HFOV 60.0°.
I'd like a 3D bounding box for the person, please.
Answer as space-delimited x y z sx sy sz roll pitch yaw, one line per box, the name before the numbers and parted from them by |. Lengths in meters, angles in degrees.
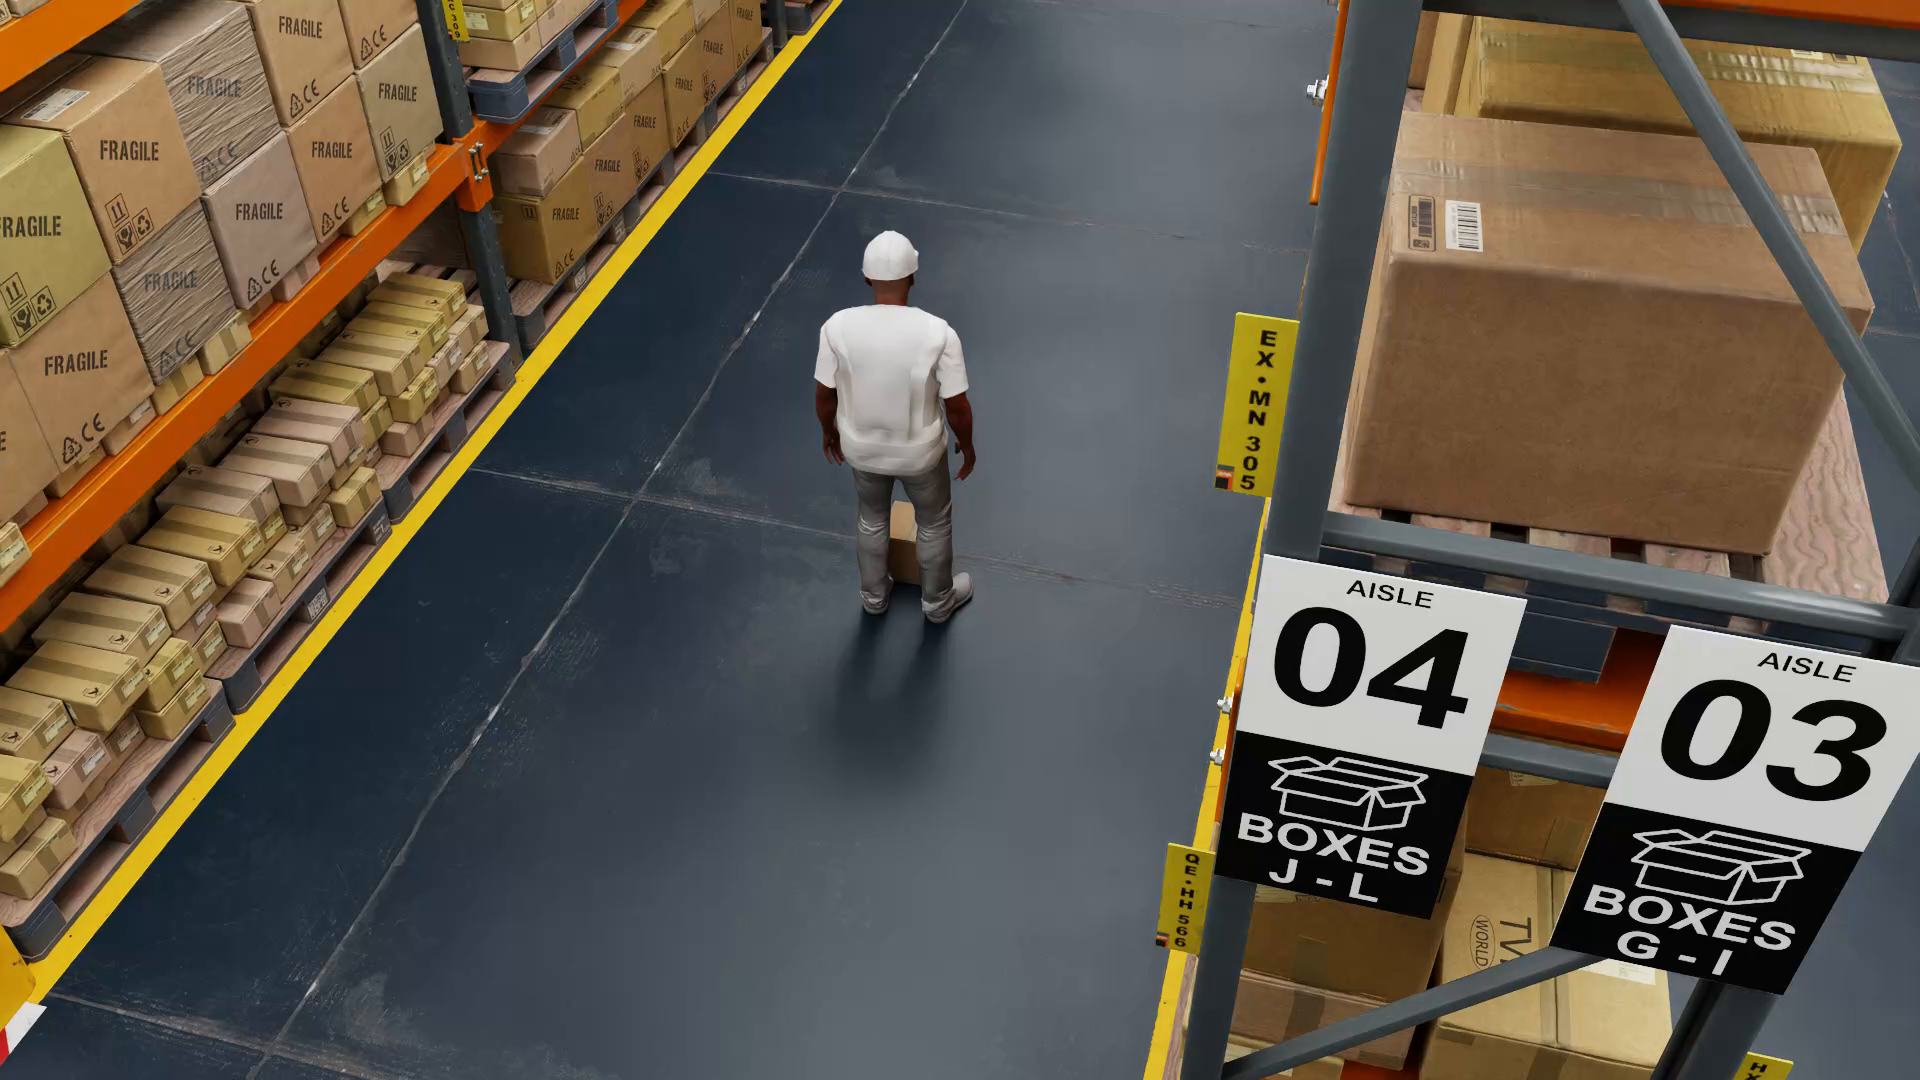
person | -0.248 -0.407 6.618 0.628 1.759 0.461 8 41 9
